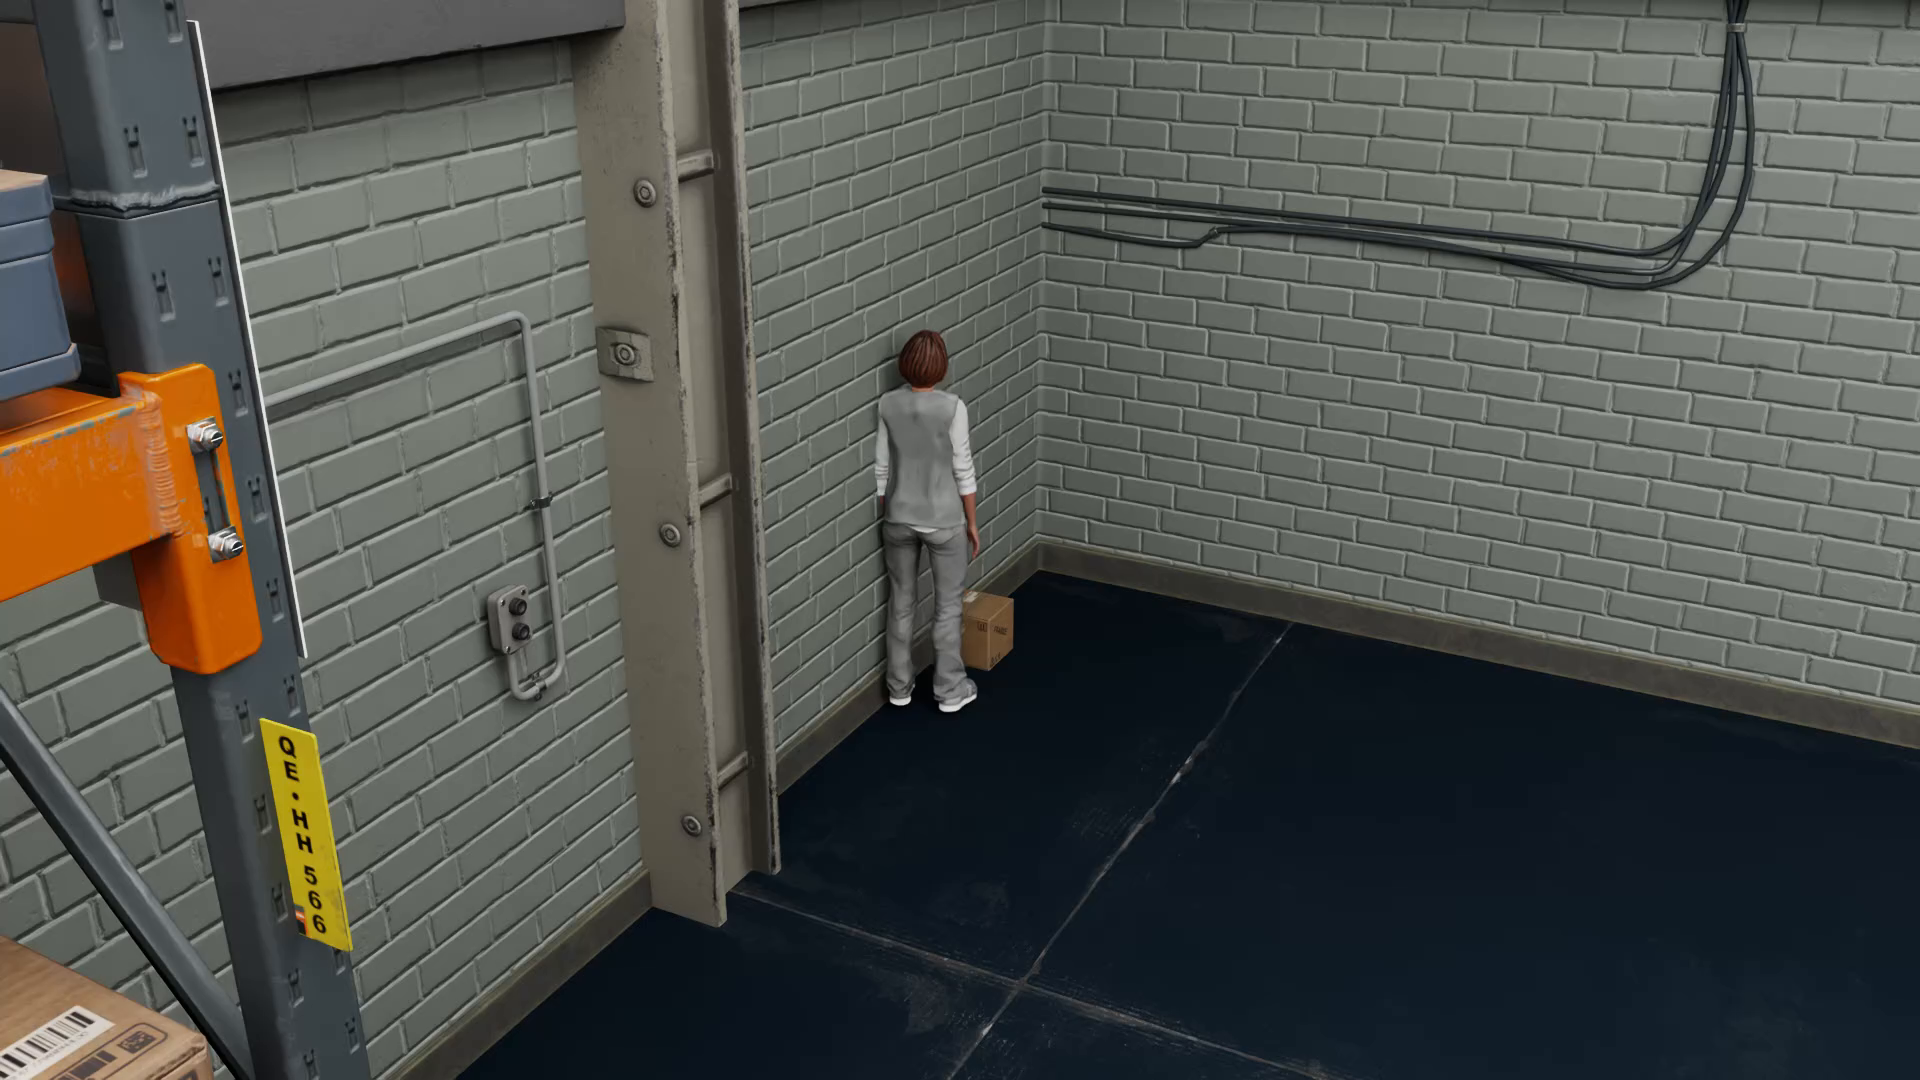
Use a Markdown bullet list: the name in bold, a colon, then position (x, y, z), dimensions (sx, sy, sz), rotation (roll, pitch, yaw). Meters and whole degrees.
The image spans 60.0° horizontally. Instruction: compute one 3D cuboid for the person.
- **person**: position (-0.135, -0.070, 6.720), dimensions (0.457, 1.599, 0.331), rotation (8, 24, 18)
